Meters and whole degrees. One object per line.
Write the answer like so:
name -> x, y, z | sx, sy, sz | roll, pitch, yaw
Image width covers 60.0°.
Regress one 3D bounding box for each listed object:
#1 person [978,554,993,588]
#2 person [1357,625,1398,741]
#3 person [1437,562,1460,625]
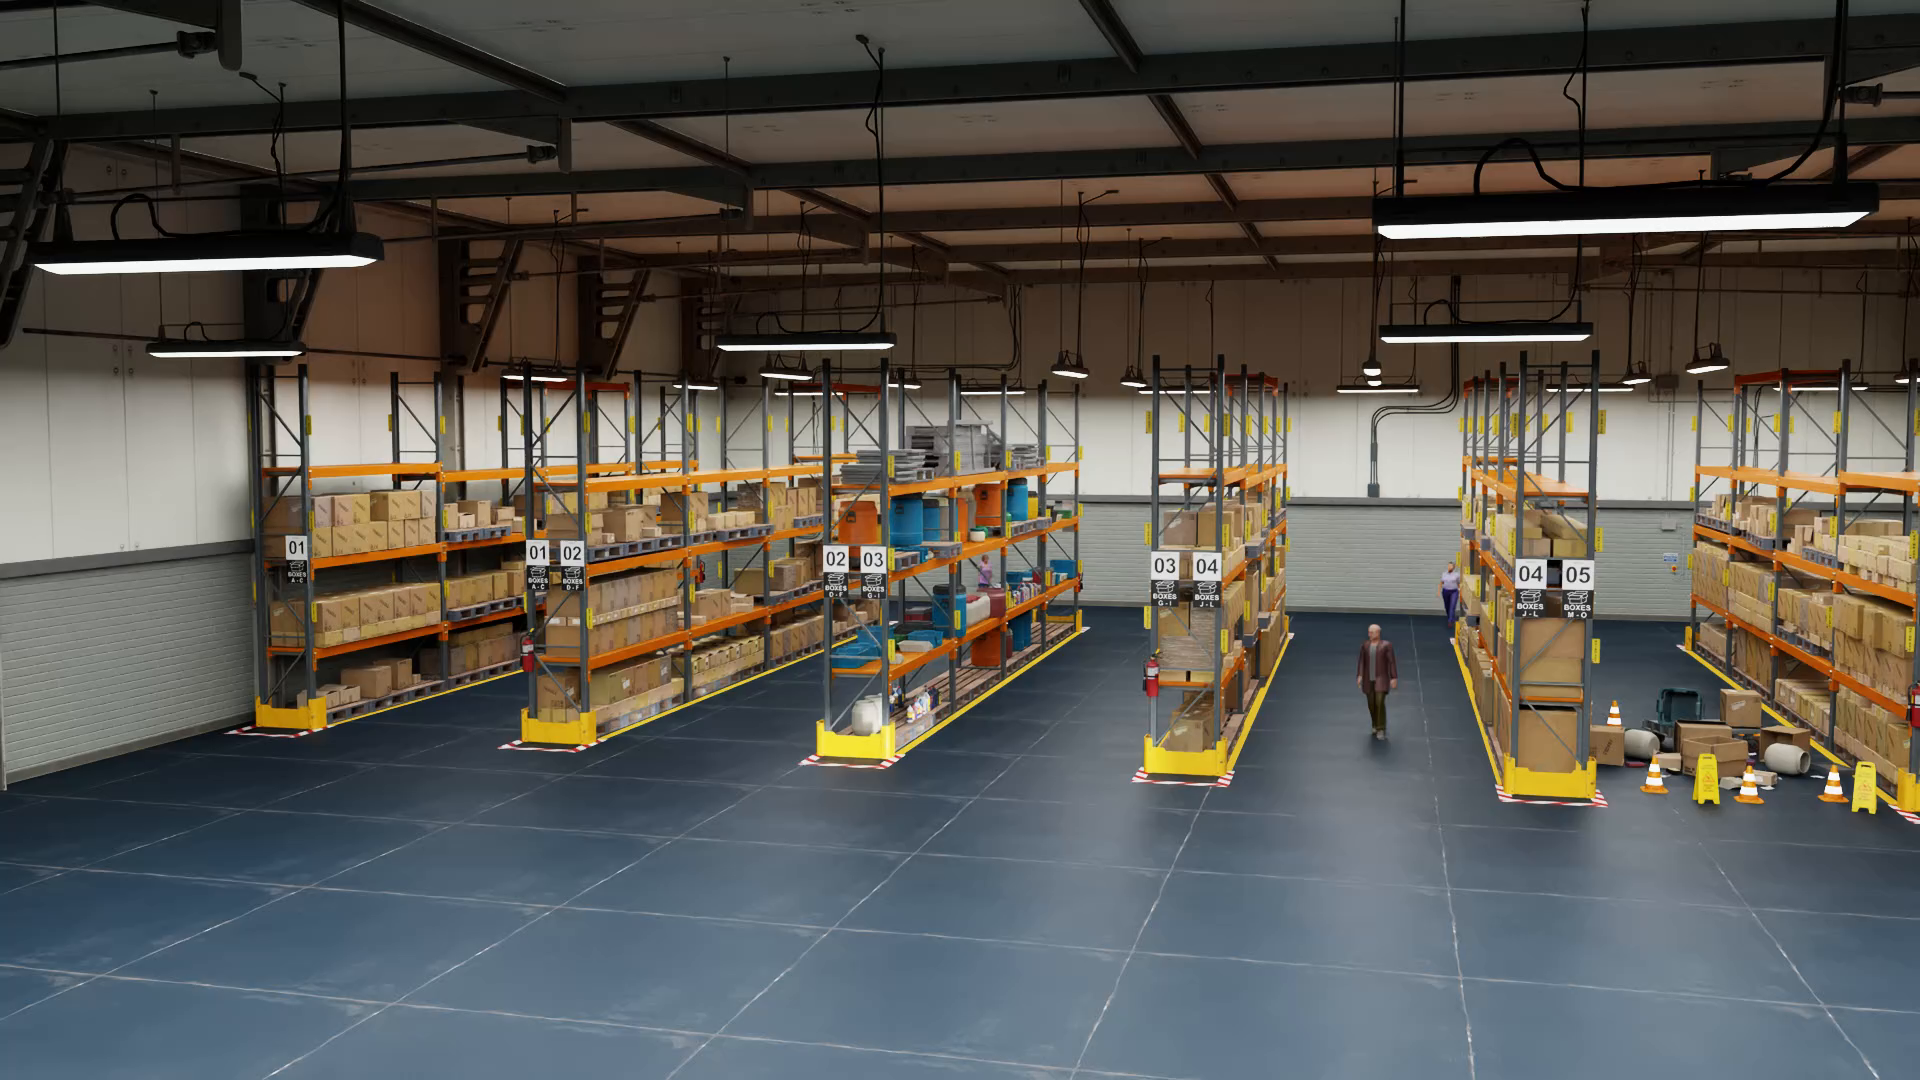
person -> 0.633, 1.145, 44.329 | 0.419, 1.574, 0.666 | -3, 5, -37
person -> 6.675, 2.272, 26.825 | 0.662, 1.794, 0.705 | 4, 5, 42
person -> 12.184, 1.311, 41.353 | 0.533, 1.546, 0.837 | 2, 5, 30
